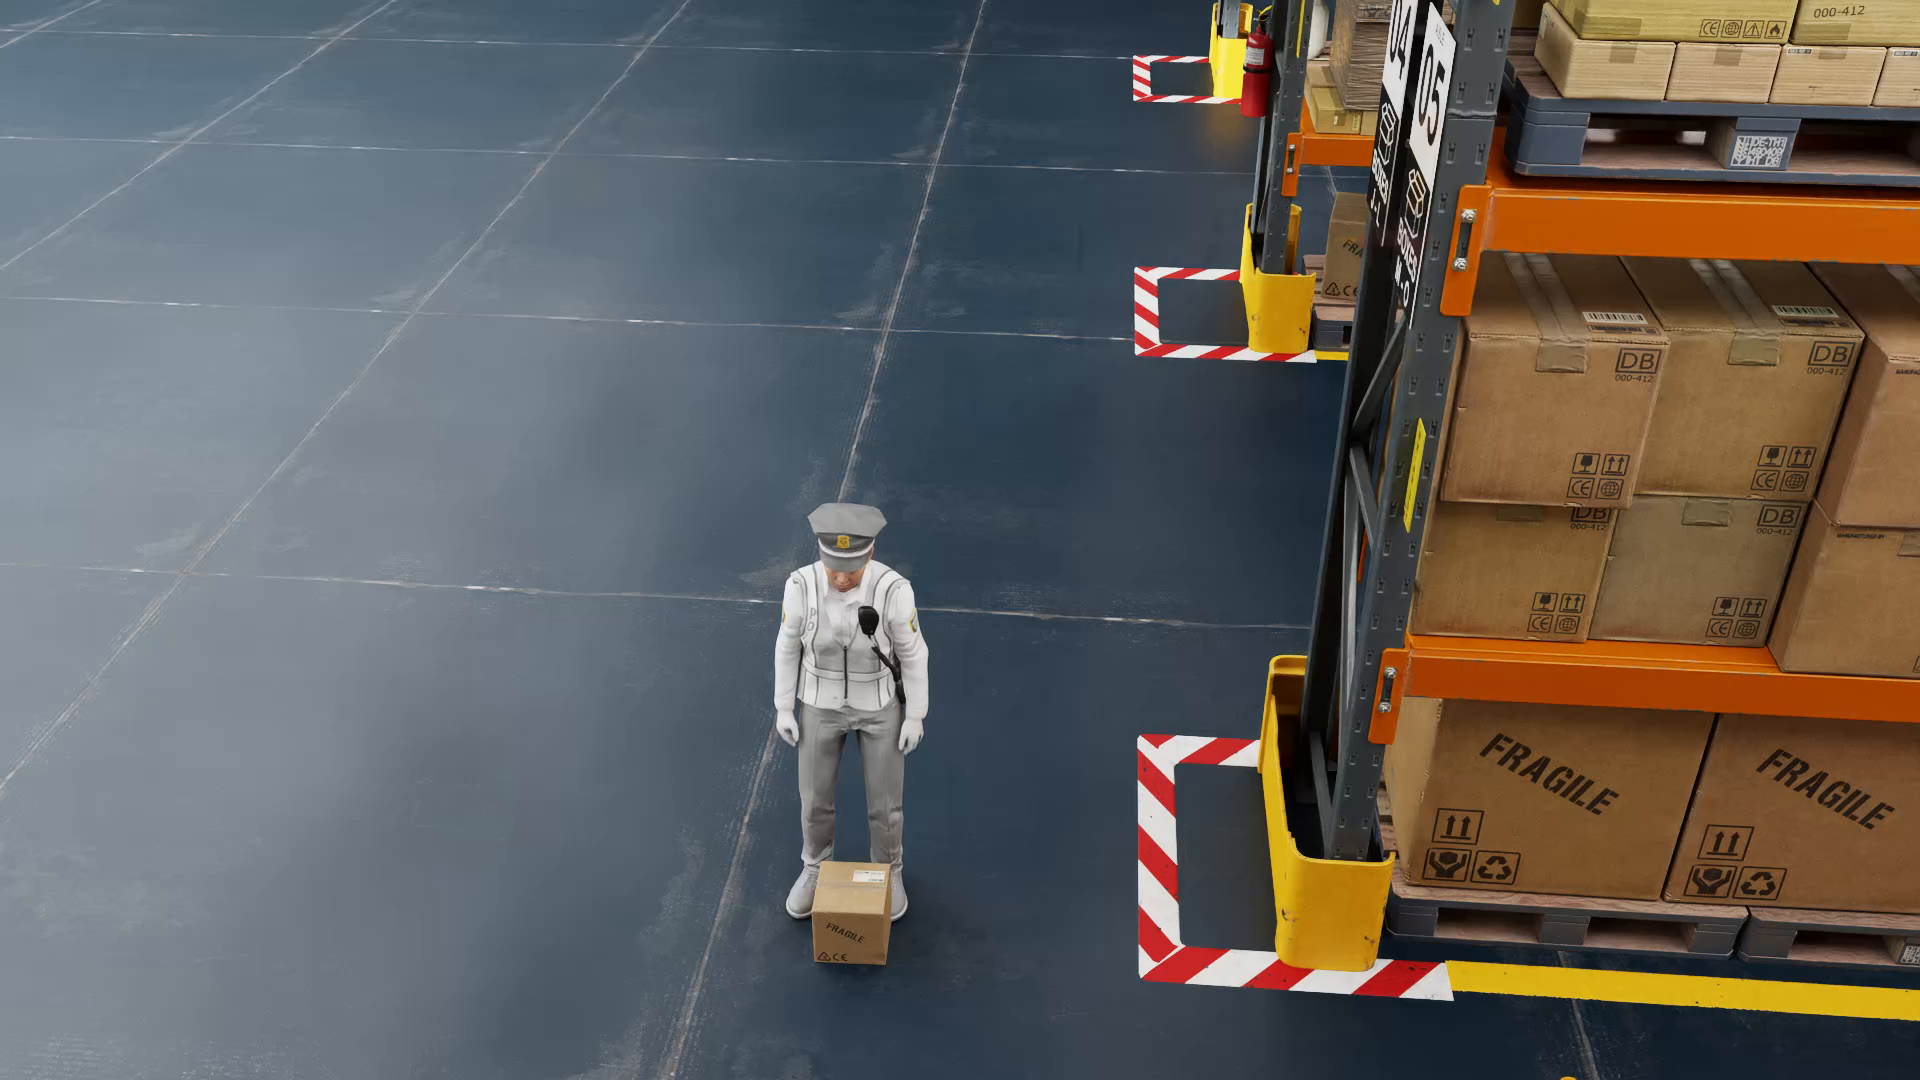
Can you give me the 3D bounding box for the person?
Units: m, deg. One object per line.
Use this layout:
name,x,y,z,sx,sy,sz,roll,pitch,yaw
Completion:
person,-0.372,0.589,5.696,0.528,1.663,0.375,3,32,4
